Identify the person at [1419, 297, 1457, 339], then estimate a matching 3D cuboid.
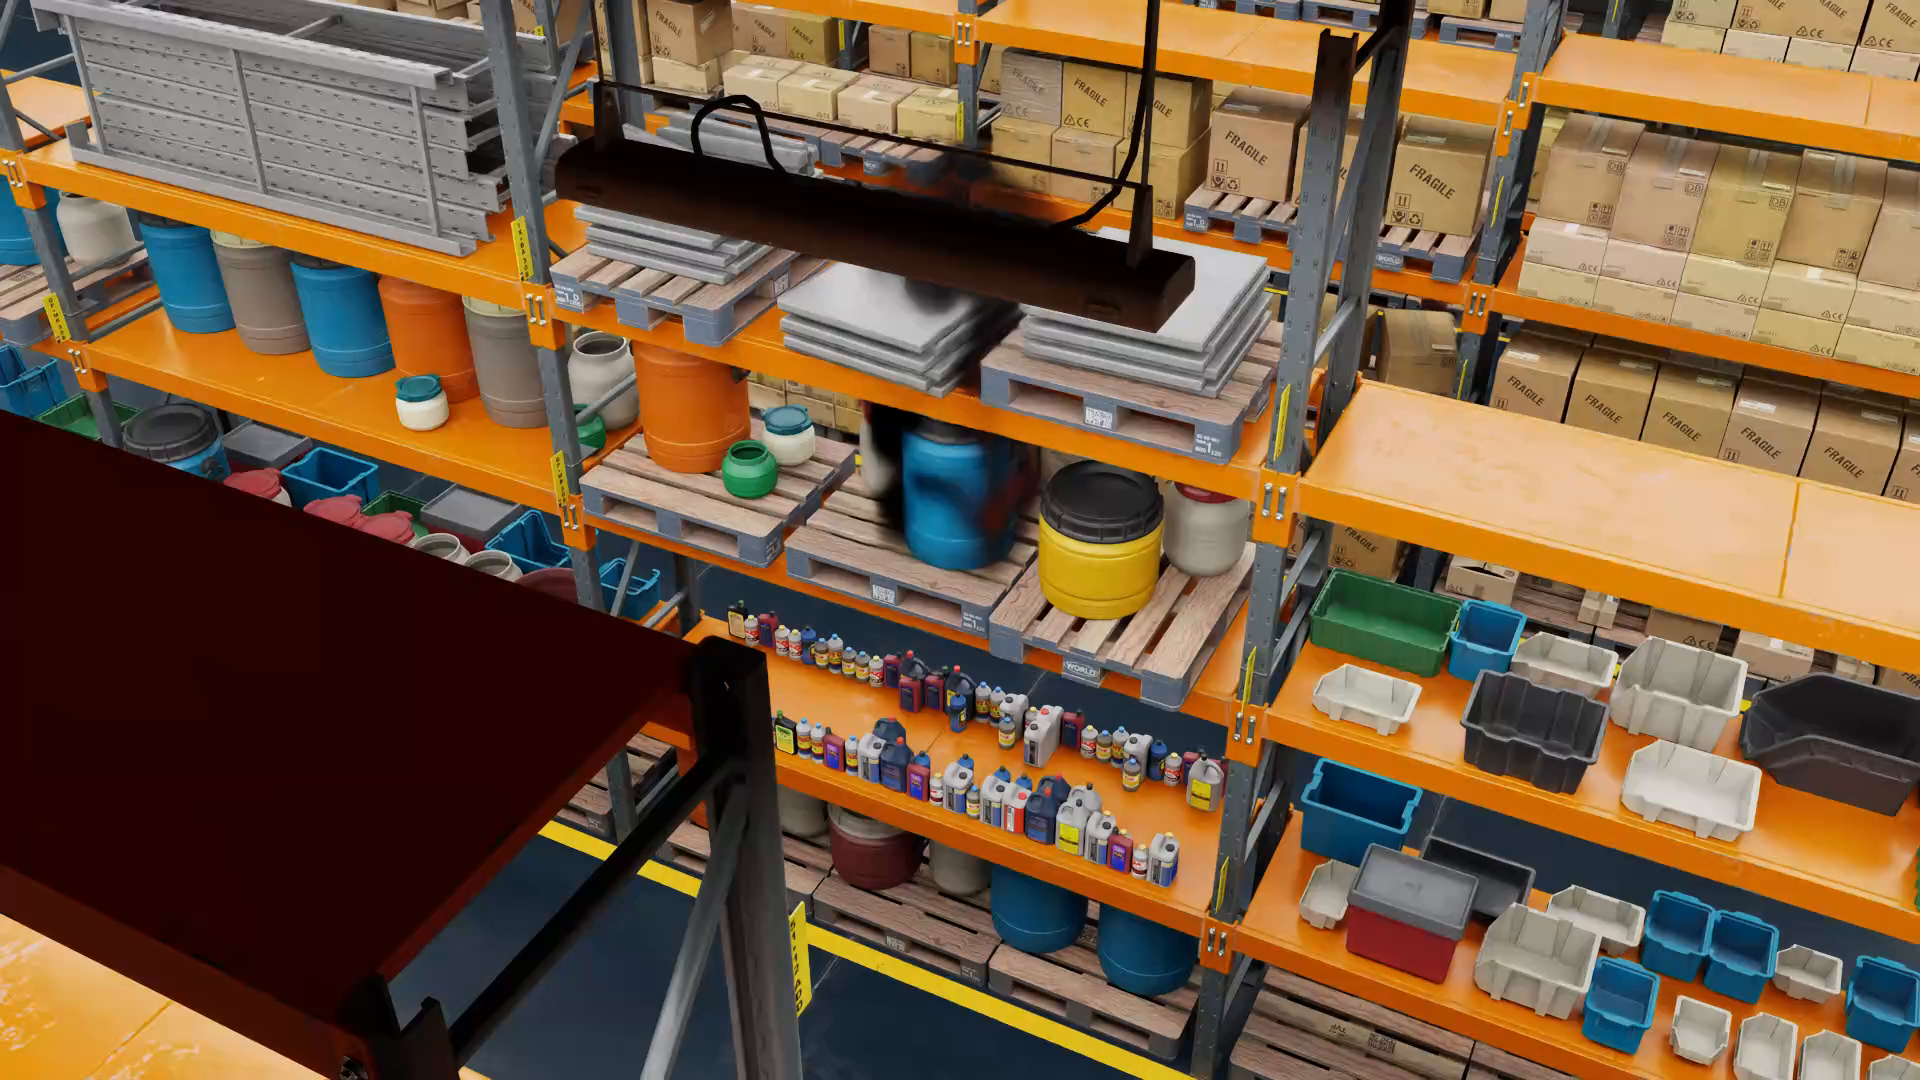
[{"bbox_3d":[4.130,-1.432,14.547,0.800,1.604,0.558,18,39,24],"label":"person"}]
